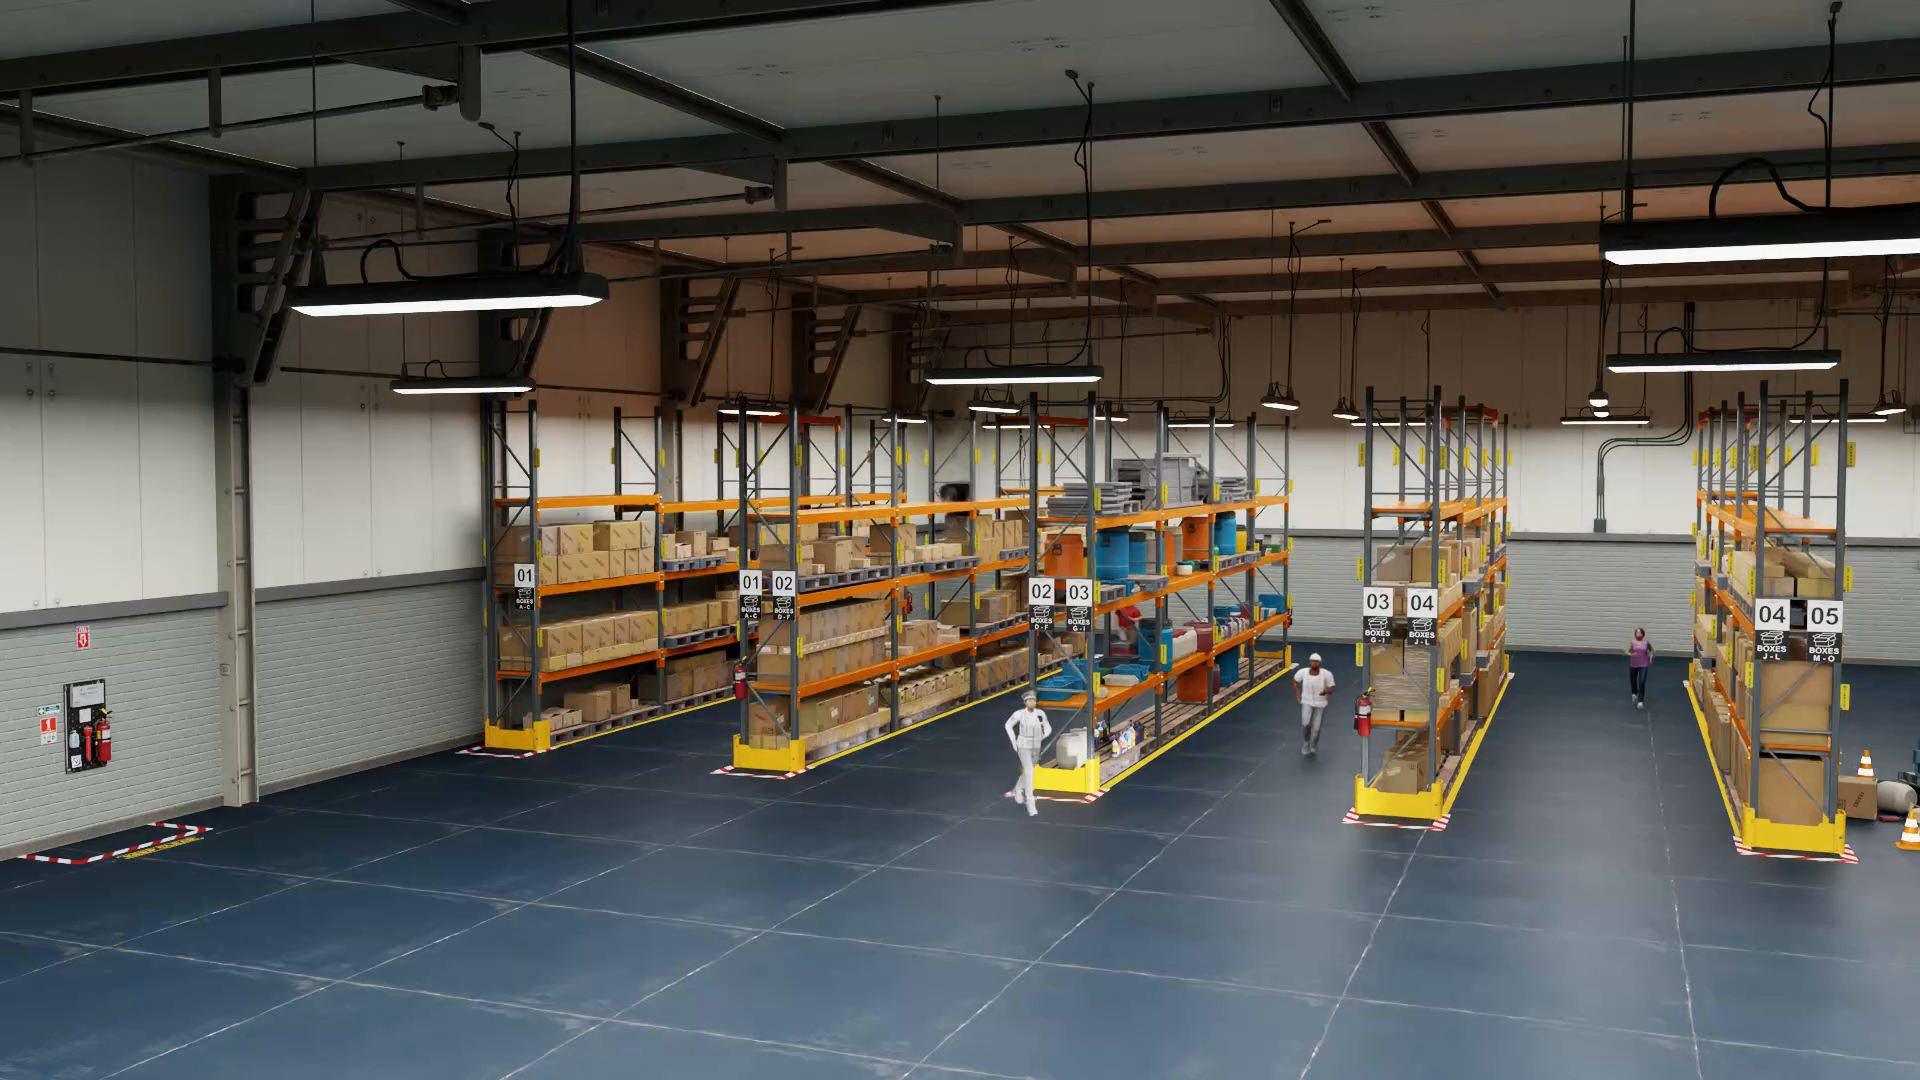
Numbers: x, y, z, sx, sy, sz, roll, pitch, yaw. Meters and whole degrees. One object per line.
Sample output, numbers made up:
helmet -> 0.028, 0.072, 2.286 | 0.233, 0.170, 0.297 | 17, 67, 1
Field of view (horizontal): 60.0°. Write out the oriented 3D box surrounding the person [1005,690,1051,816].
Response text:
person -> 0.988, 2.985, 23.626 | 0.617, 1.727, 0.826 | -1, 3, -26

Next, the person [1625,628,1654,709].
person -> 13.596, 2.540, 33.293 | 0.539, 1.579, 0.904 | 1, 3, 25

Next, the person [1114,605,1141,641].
person -> 3.970, 2.172, 39.382 | 0.660, 1.724, 0.989 | 0, 3, 9

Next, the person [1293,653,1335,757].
person -> 5.913, 2.755, 27.787 | 0.686, 1.739, 0.717 | 1, 3, 12
